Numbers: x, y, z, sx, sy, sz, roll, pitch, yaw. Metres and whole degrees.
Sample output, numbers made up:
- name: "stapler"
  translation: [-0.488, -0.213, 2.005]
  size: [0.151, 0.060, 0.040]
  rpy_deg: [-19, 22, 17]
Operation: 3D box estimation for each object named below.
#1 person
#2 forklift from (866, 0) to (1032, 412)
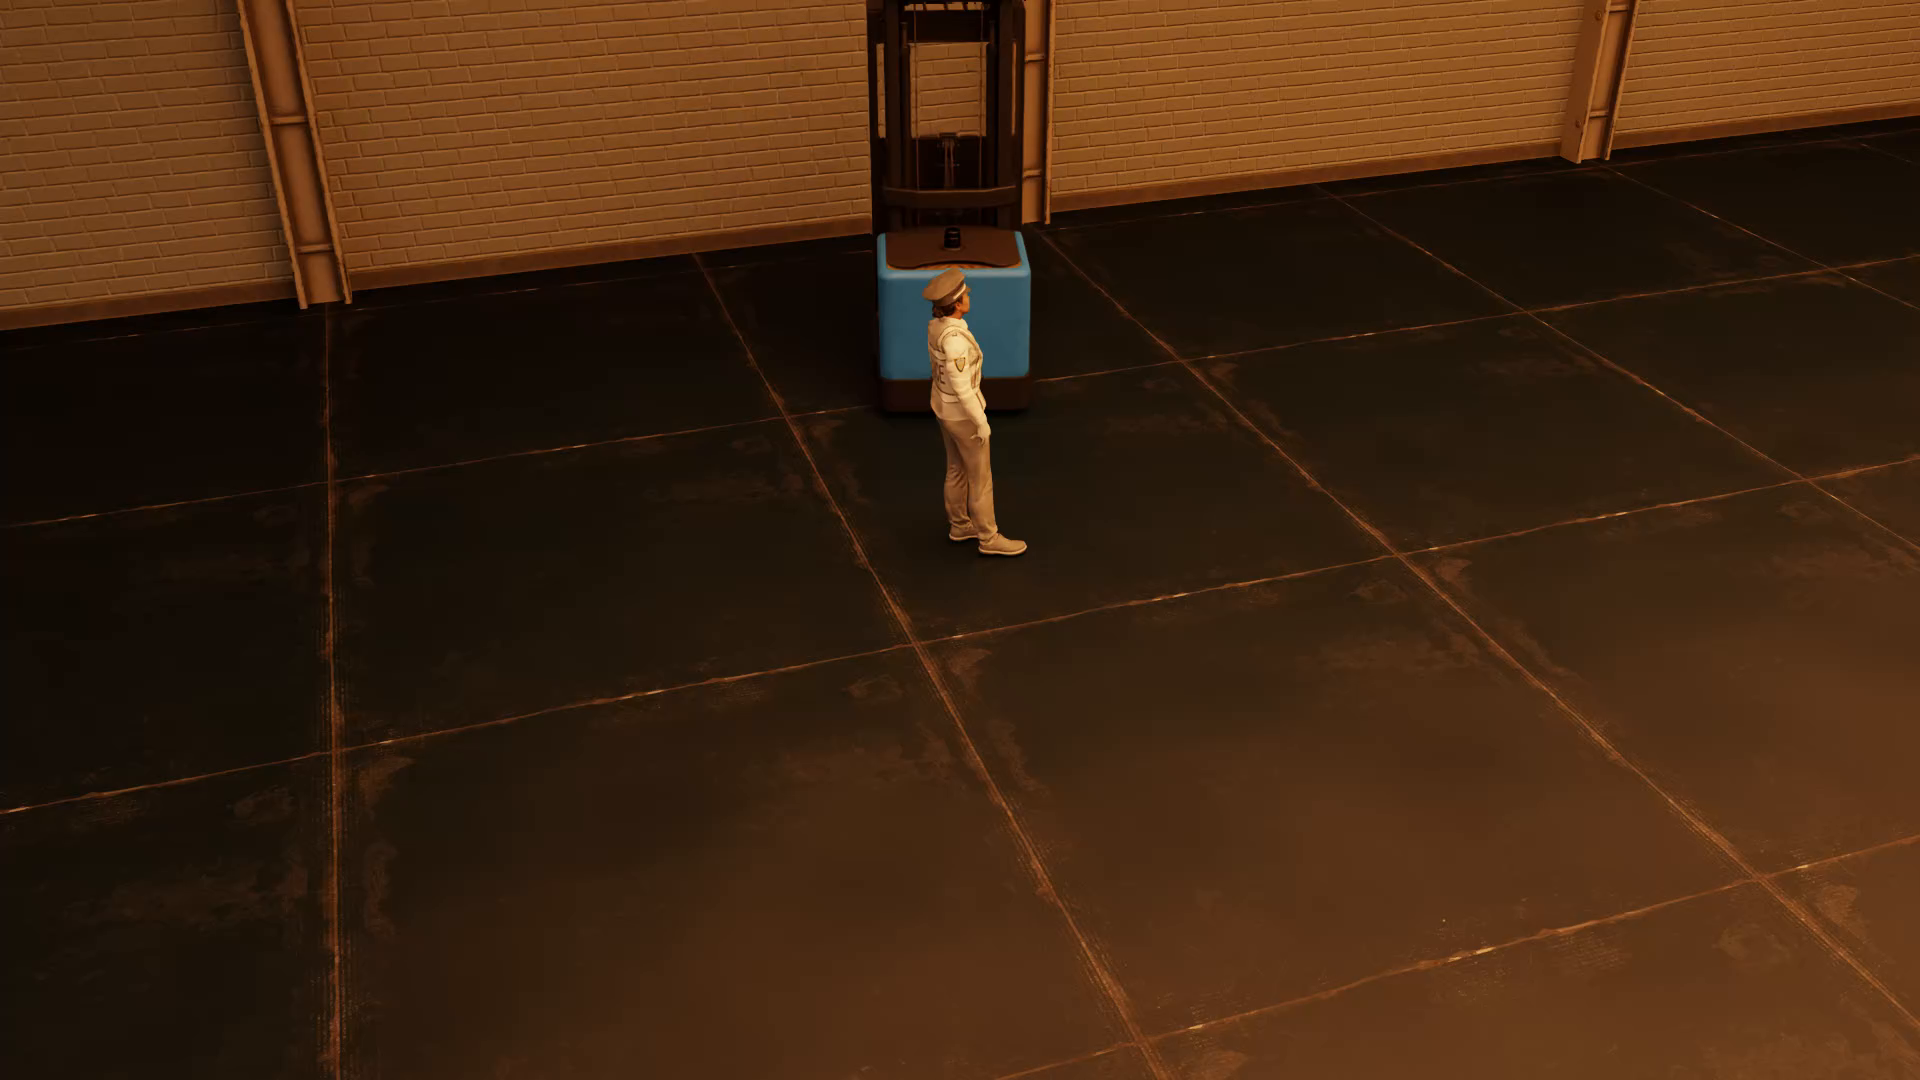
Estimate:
- name: "person"
  translation: [0.066, -0.748, 9.613]
  size: [0.534, 1.696, 0.587]
  rpy_deg: [-10, 31, -16]
- name: "forklift"
  translation: [-0.108, -2.848, 12.038]
  size: [1.130, 2.935, 3.031]
  rpy_deg: [-1, 30, -3]
